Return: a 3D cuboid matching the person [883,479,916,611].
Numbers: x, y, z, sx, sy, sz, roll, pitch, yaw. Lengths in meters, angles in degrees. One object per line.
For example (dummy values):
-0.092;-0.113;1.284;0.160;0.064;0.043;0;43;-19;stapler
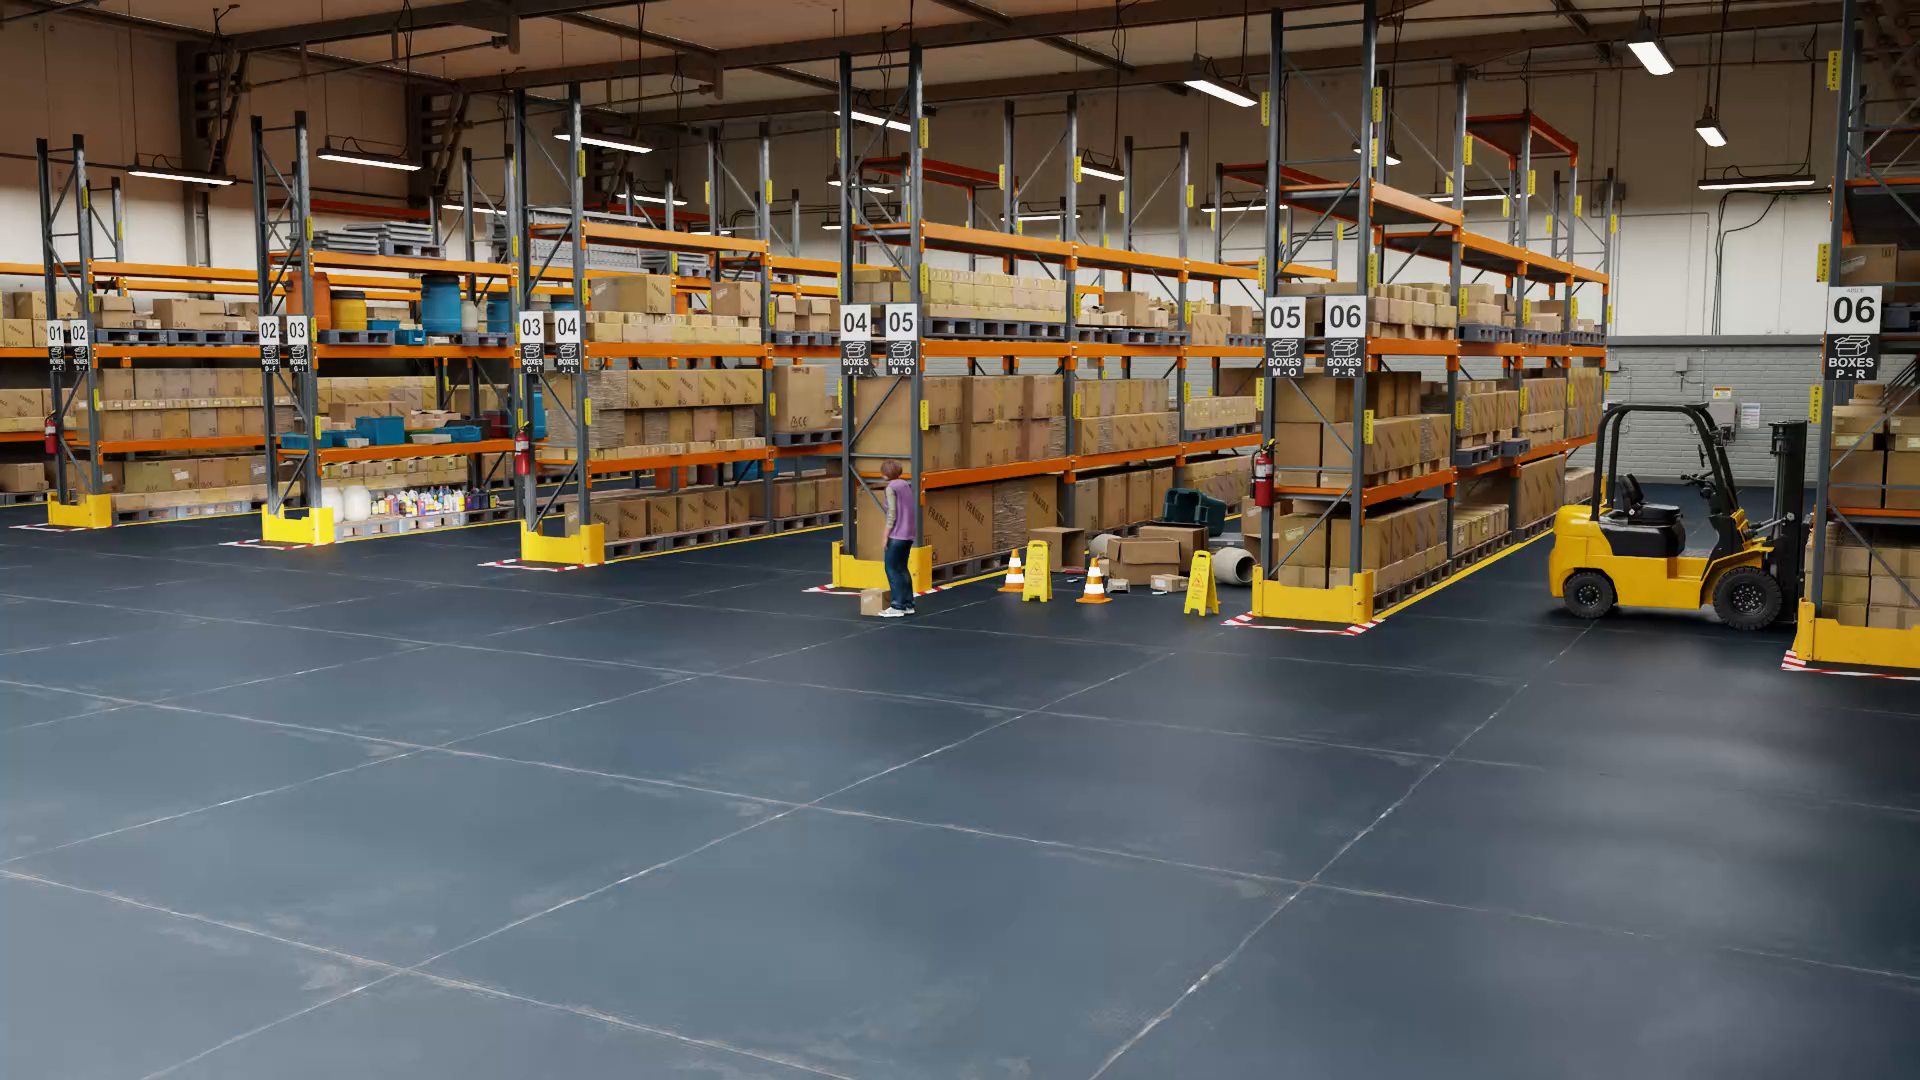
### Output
-0.608;0.046;16.781;0.291;1.327;0.465;3;7;25;person
